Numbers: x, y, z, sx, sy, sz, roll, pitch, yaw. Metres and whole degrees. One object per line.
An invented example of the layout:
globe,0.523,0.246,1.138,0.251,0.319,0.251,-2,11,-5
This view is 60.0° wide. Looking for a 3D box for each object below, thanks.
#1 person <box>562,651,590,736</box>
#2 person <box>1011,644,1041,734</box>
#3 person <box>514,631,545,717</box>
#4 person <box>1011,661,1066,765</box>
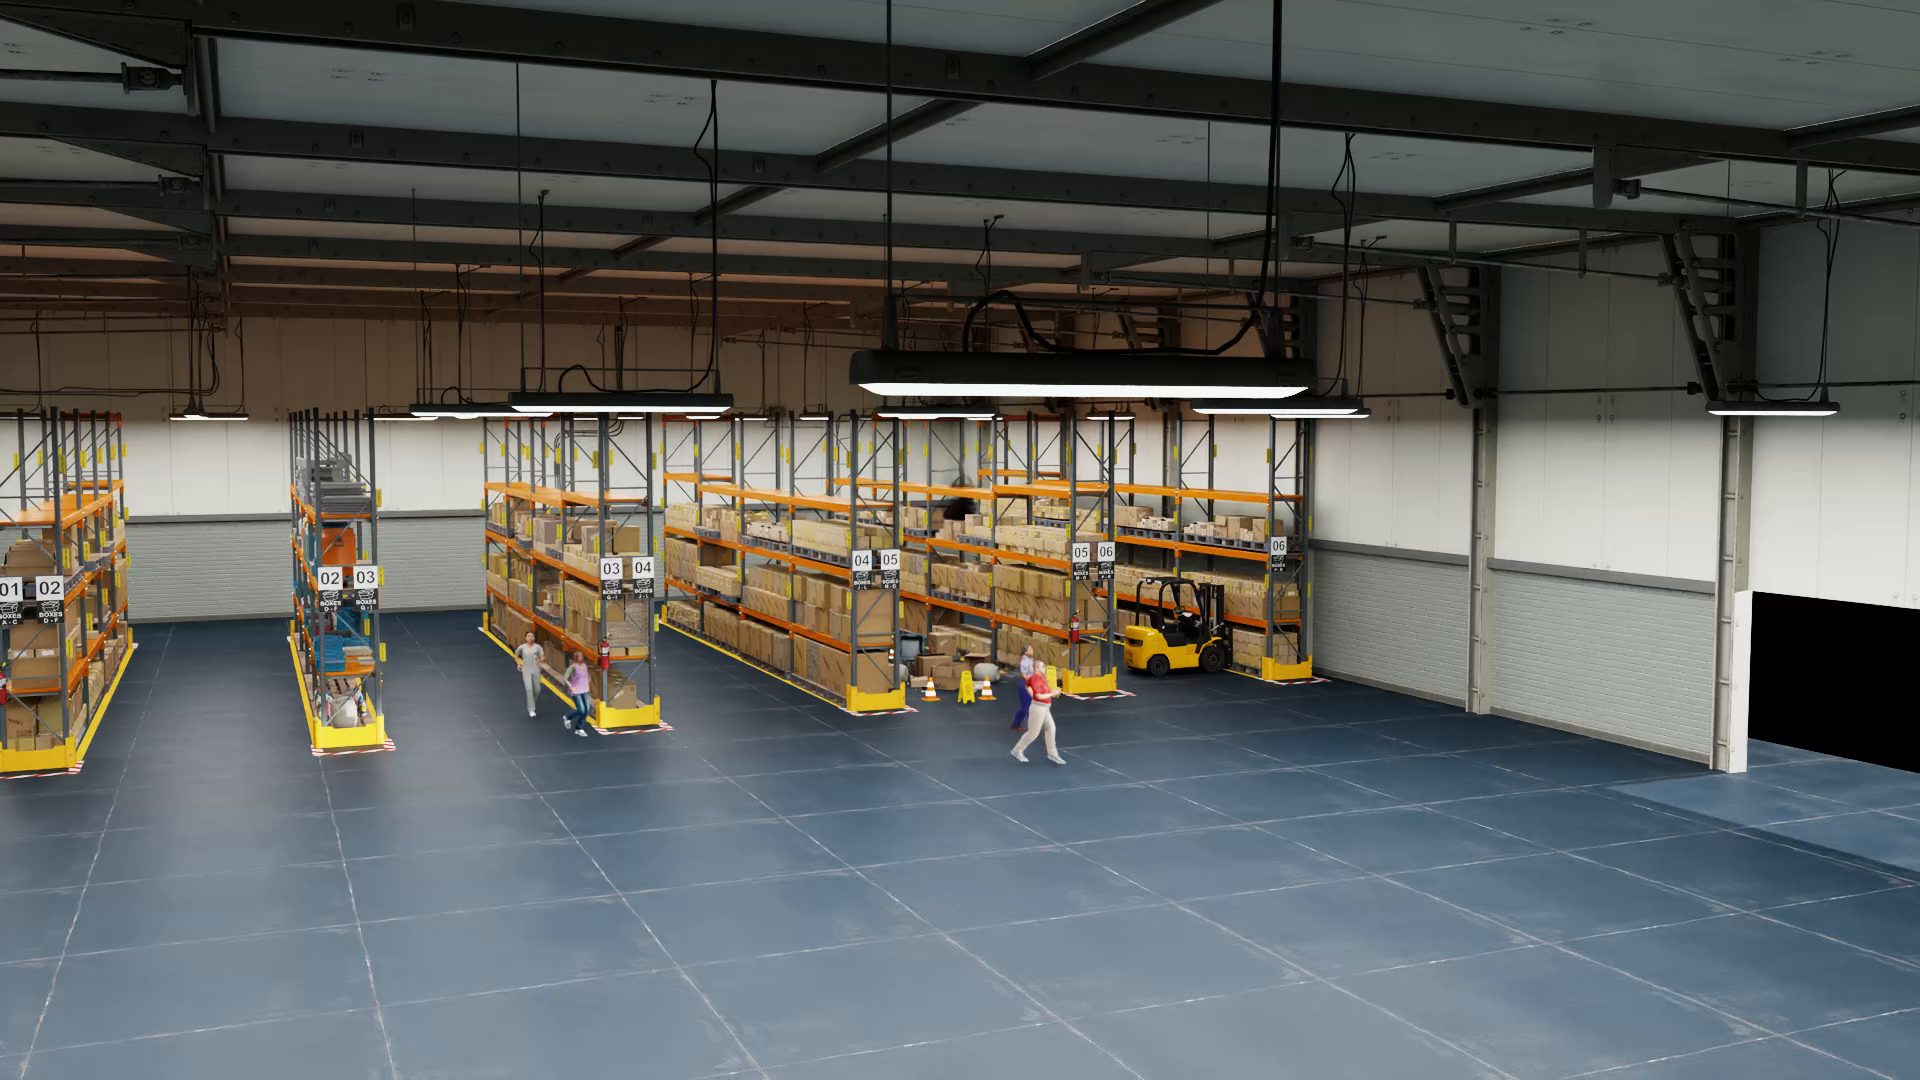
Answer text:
person,-7.035,2.816,30.566,0.517,1.557,0.552,3,5,34
person,1.277,2.767,30.638,0.680,1.695,0.582,2,4,25
person,-8.442,2.599,32.667,0.575,1.645,0.914,-2,4,-23
person,1.317,2.895,27.878,0.913,1.761,0.649,1,4,12
